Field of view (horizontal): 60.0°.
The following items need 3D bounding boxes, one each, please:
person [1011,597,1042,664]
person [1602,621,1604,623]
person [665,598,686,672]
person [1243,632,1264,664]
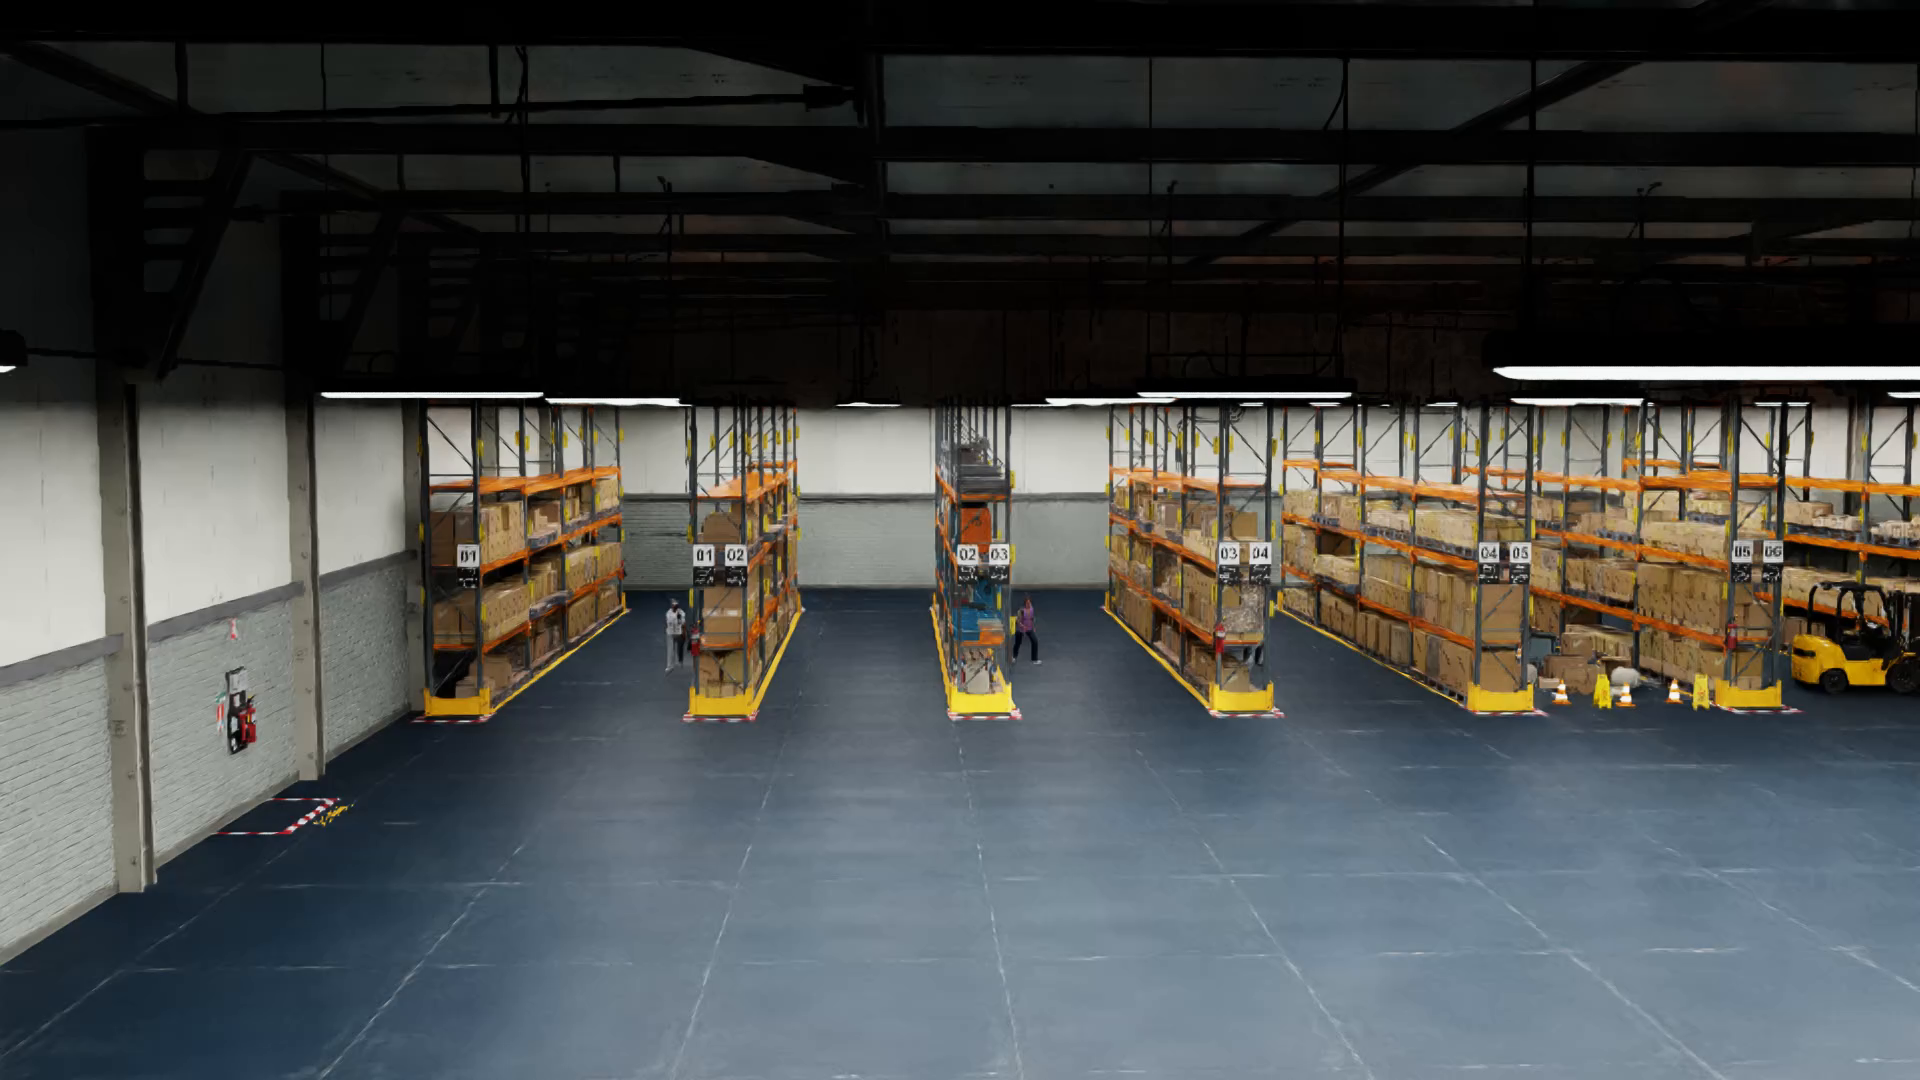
[{"bbox_3d":[1.468,2.009,37.346,0.561,1.525,0.788,-2,5,-20],"label":"person"},{"bbox_3d":[16.757,1.417,44.349,0.449,1.586,1.099,0,5,-4],"label":"person"},{"bbox_3d":[-6.218,2.048,36.396,0.445,1.590,1.081,0,5,-4],"label":"person"},{"bbox_3d":[6.613,1.995,37.302,0.592,1.604,0.513,0,5,-5],"label":"person"}]
